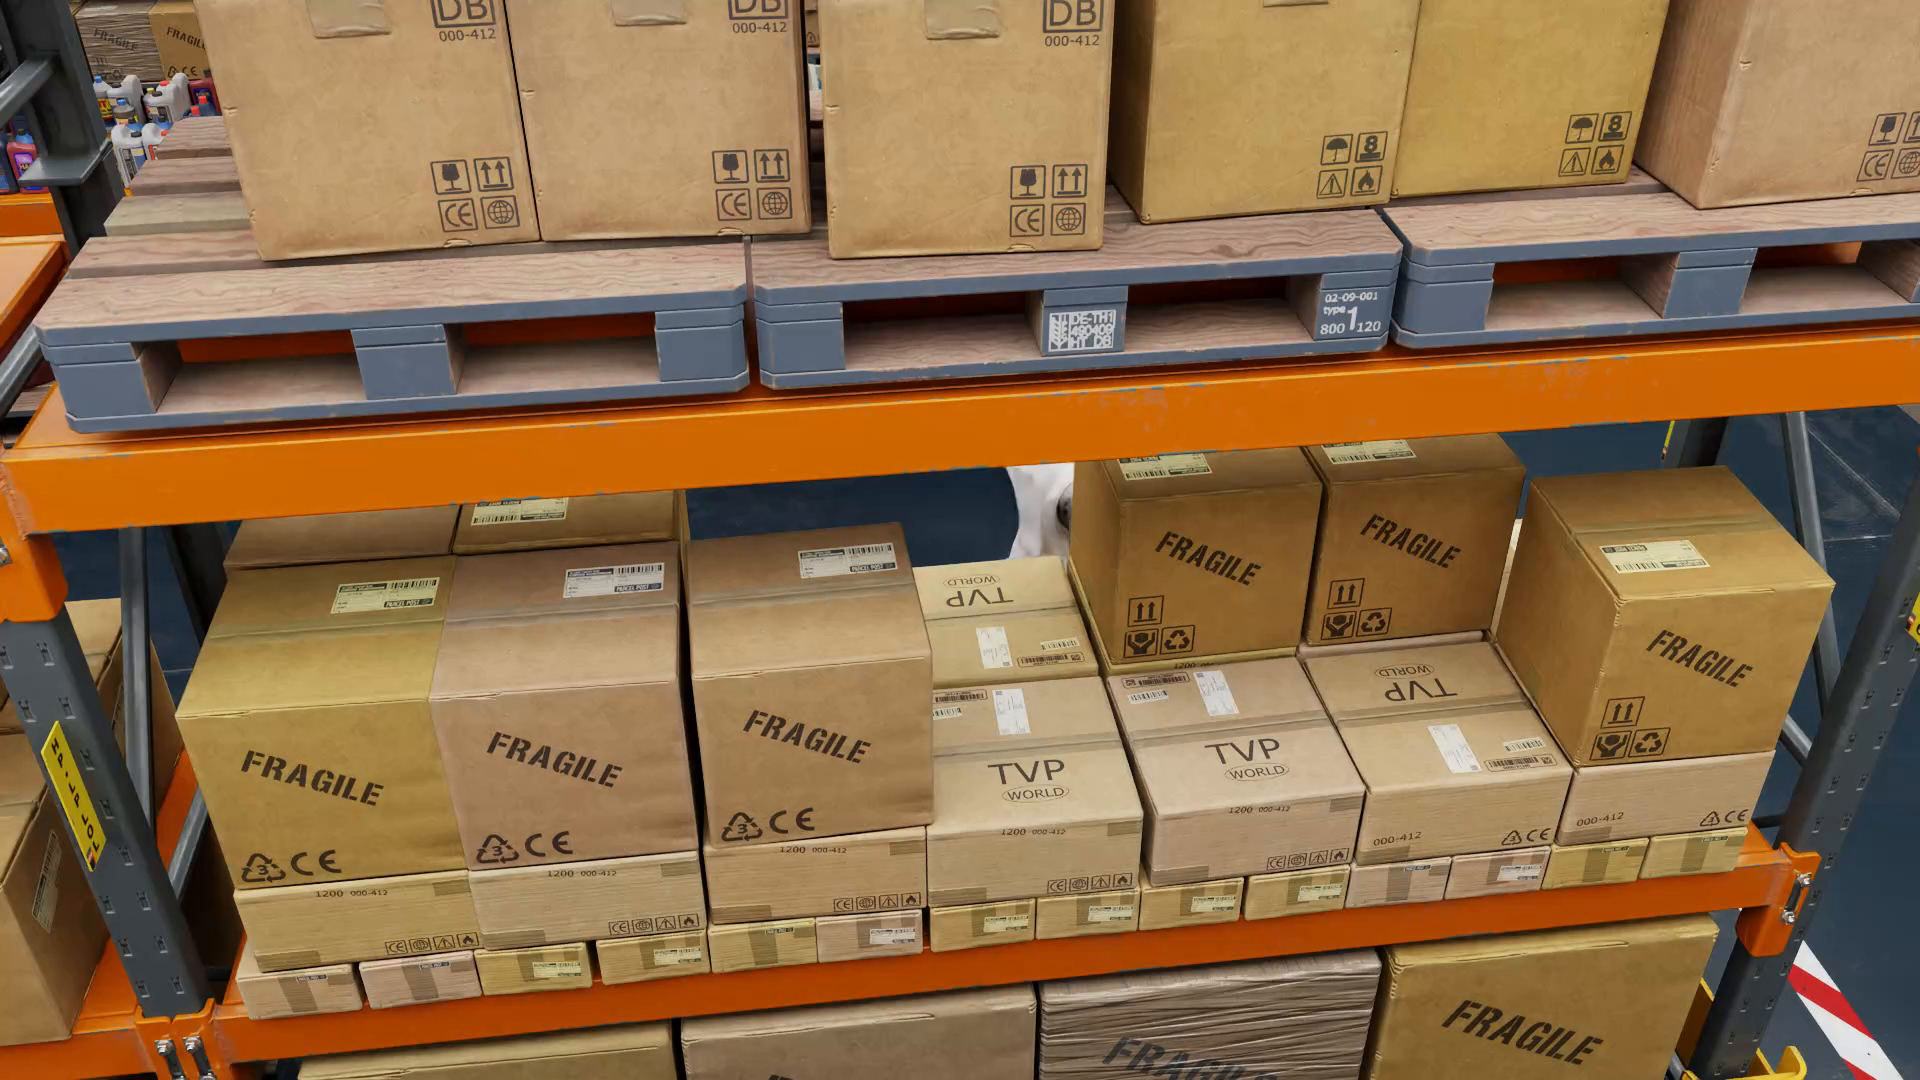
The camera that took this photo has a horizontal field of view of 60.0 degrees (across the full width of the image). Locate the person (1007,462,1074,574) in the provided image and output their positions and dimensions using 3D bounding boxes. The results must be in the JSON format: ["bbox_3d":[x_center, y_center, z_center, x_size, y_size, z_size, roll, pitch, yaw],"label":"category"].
[{"bbox_3d":[0.396,0.166,5.879,0.513,1.773,0.550,-14,37,-20],"label":"person"}]
